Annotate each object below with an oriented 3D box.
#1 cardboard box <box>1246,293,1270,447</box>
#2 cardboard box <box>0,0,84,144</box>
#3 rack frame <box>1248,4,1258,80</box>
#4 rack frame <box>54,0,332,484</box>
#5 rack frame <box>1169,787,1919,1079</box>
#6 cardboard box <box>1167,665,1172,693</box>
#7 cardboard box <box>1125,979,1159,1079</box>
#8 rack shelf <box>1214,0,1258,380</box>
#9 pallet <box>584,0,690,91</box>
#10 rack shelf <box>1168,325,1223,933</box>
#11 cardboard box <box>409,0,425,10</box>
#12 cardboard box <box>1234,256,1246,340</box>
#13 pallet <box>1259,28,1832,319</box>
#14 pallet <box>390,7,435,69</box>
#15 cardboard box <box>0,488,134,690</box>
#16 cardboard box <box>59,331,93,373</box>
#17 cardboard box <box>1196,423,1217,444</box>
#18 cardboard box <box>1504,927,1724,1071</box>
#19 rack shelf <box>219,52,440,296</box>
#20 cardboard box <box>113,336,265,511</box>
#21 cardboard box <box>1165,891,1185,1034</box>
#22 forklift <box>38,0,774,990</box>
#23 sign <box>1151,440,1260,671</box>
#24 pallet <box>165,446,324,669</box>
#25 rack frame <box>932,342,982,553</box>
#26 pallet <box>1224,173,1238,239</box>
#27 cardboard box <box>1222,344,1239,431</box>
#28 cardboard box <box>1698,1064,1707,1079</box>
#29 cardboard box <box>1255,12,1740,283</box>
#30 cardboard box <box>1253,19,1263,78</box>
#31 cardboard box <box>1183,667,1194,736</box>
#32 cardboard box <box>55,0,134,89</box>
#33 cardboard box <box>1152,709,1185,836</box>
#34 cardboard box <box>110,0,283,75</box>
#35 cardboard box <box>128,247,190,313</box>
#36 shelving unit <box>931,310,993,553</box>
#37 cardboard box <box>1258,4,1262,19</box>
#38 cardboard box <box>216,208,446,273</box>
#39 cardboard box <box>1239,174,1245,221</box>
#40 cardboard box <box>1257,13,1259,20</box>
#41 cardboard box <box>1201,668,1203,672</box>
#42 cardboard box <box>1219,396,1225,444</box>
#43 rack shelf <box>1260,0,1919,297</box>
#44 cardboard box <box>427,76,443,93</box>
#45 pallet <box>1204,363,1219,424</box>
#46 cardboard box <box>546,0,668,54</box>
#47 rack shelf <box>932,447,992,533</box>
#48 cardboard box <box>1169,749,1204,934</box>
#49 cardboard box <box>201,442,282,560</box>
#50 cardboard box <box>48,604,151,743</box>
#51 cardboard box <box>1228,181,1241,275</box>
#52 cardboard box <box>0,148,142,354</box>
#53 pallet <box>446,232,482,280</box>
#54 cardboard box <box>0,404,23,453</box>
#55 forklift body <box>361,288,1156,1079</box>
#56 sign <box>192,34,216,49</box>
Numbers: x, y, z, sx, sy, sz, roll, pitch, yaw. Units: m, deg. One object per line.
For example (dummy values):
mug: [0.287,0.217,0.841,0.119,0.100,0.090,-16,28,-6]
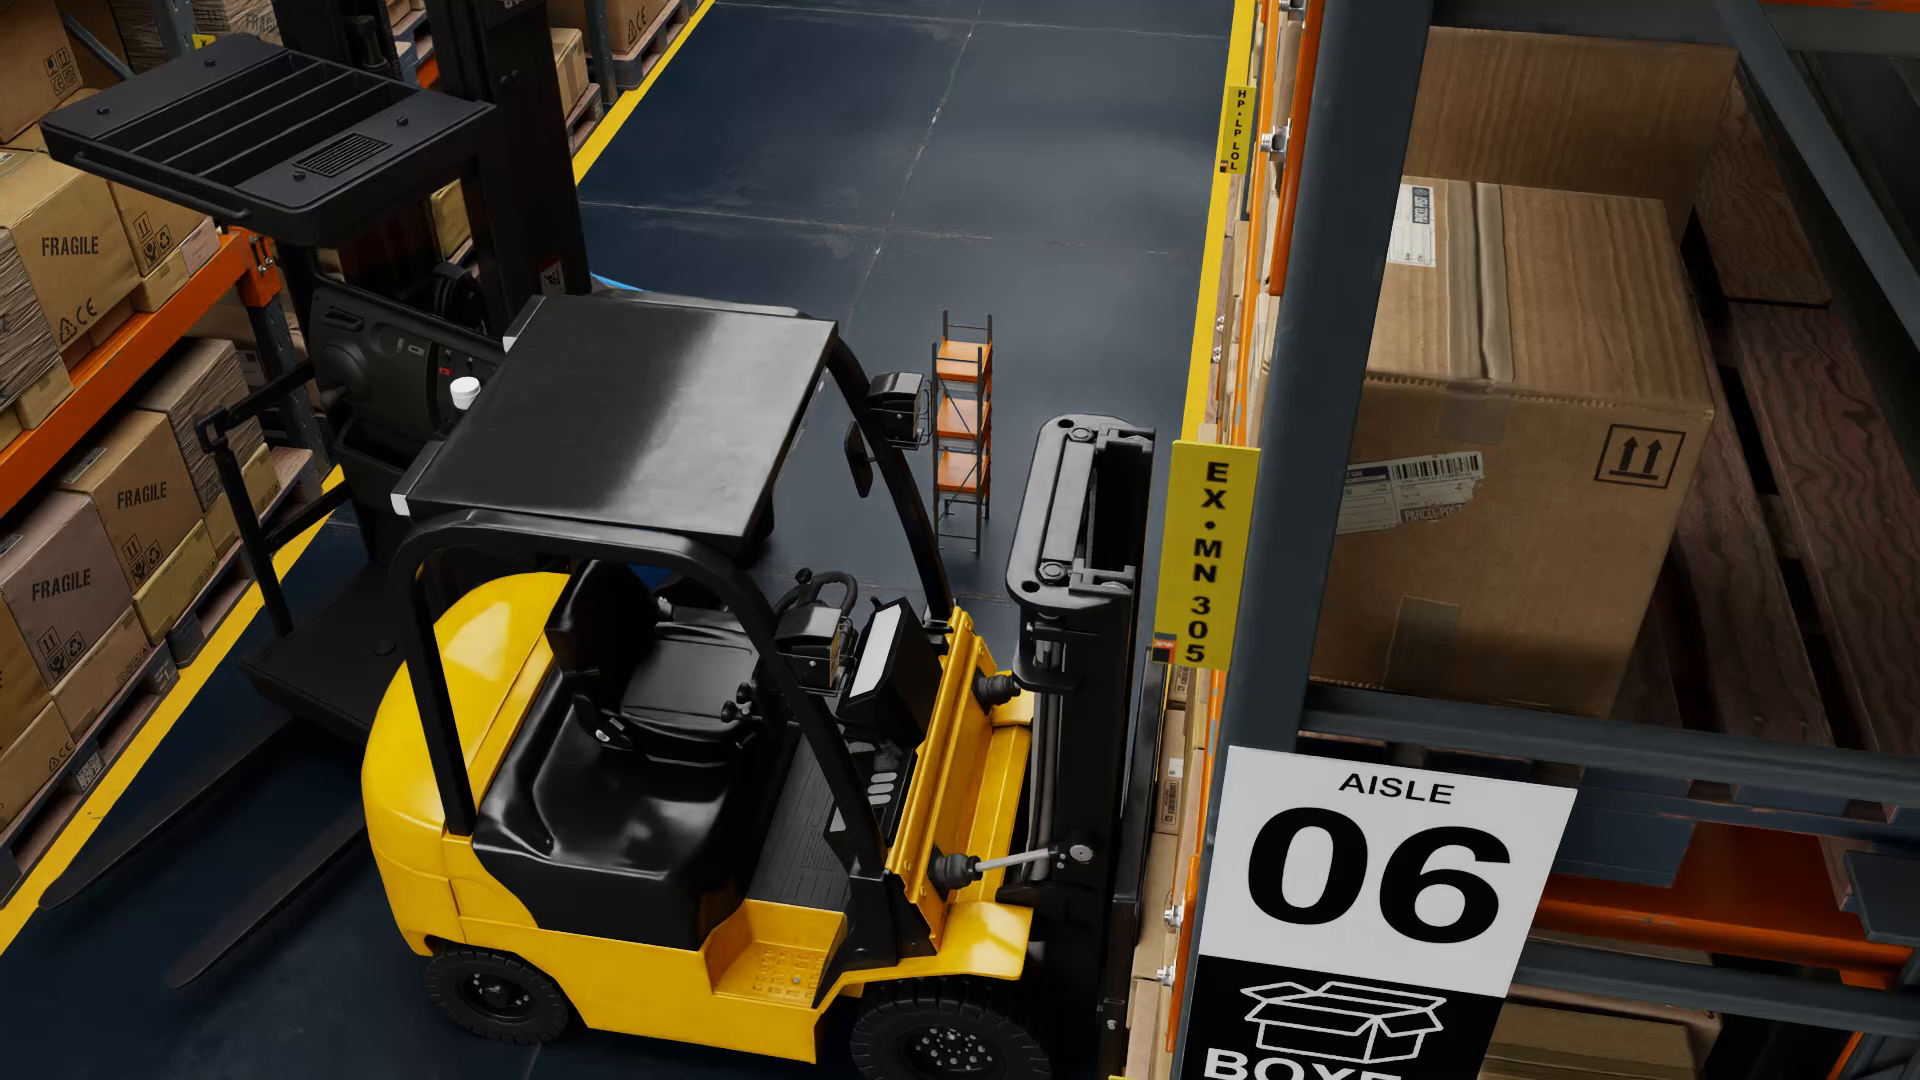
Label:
cardboard box: [0.654,-0.253,2.637,0.380,0.149,0.250,5,40,6]
cardboard box: [-3.677,-1.782,5.954,0.700,0.500,0.500,6,40,7]
rack frame: [2.194,-3.461,9.082,1.000,3.000,0.127,6,40,8]
rack frame: [-3.388,-1.495,6.705,1.000,3.000,0.127,6,40,8]
rack frame: [0.810,1.560,3.009,1.000,3.000,0.127,6,40,8]
cardboard box: [0.930,0.655,5.540,0.500,0.250,0.500,6,40,7]
cardboard box: [0.665,1.428,4.212,0.500,0.250,0.500,7,40,8]
rack shelf: [1.848,-1.928,7.793,1.077,0.370,4.000,6,40,8]
pallet: [-2.485,-3.418,11.218,1.003,0.211,1.213,6,40,8]
rack shelf: [1.156,0.582,4.757,1.077,0.370,4.000,6,40,8]
cardboard box: [-2.728,-2.687,8.014,0.380,0.149,0.250,8,40,9]
cardboard box: [1.017,-0.701,4.923,0.380,0.149,0.250,7,40,9]
pallet: [1.166,-0.771,3.544,1.003,0.211,1.213,6,40,8]
pallet: [-2.998,-2.685,8.294,1.003,0.211,1.213,6,40,8]
cardboard box: [-3.399,0.154,5.949,0.500,0.500,0.500,8,40,10]
cardboard box: [-3.358,-0.696,5.935,0.380,0.149,0.250,6,40,7]
cardboard box: [1.109,-0.169,6.144,0.500,0.250,0.500,6,40,7]
cardboard box: [1.186,0.810,3.096,0.380,0.149,0.250,8,40,9]
rack shelf: [-3.042,-2.473,8.452,1.077,0.370,4.000,6,40,8]
cardboard box: [-3.226,-0.486,6.723,0.500,0.500,0.500,6,40,7]
cardboard box: [0.609,0.859,3.269,0.380,0.149,0.250,7,40,8]
forklift: [-1.981,-0.492,5.545,1.130,2.935,3.031,20,44,23]
sign: [0.278,0.025,1.879,0.100,0.325,0.005,6,40,8]
pallet: [-3.469,0.005,7.079,1.003,0.211,1.213,6,40,8]
rack frame: [-0.012,-0.362,6.863,0.200,1.050,0.008,6,40,8]
pallet: [2.013,-1.874,9.351,1.003,0.211,1.213,6,40,8]
cardboard box: [0.964,-0.428,4.825,0.380,0.149,0.250,6,40,7]
cardboard box: [1.169,1.241,3.316,0.500,0.500,0.500,8,40,9]
cardboard box: [0.922,-0.771,2.988,0.700,0.500,0.500,7,40,8]
cardboard box: [1.378,-1.969,6.690,0.380,0.149,0.250,5,40,6]
cardboard box: [0.900,0.221,4.551,0.500,0.500,0.500,7,40,8]
cardboard box: [-3.534,-2.126,6.825,0.500,0.500,0.500,6,40,7]
cardboard box: [0.837,0.793,4.980,0.500,0.250,0.500,6,40,7]
cardboard box: [-3.024,-2.073,6.762,0.500,0.500,0.500,7,40,9]
cardboard box: [-3.179,-1.006,6.310,0.380,0.149,0.250,7,40,9]
shelving unit: [0.009,-0.438,6.956,0.215,1.050,0.252,6,40,8]
cardboard box: [1.511,-2.065,7.120,0.500,0.250,0.500,7,40,9]
cardboard box: [-3.178,-1.426,8.353,0.950,0.372,0.625,9,40,10]
cardboard box: [1.335,-1.422,6.341,0.500,0.250,0.500,6,40,7]
cardboard box: [1.702,-2.512,8.052,0.500,0.250,0.500,5,40,6]
cardboard box: [0.792,0.215,4.048,0.380,0.149,0.250,7,40,8]
cardboard box: [1.094,-0.411,5.314,0.500,0.500,0.500,7,40,8]
rack shelf: [1.156,-1.576,2.972,1.077,0.370,4.000,6,40,8]
cardboard box: [-2.923,-2.337,9.456,0.950,0.372,0.625,6,40,7]
pallet: [1.591,-0.342,7.498,1.003,0.211,1.213,6,40,8]
cardboard box: [-2.494,-3.773,10.797,0.875,0.875,0.875,6,40,7]
rack shelf: [0.009,-0.216,7.140,0.215,0.259,0.240,6,40,8]
cardboard box: [0.735,0.859,3.779,0.500,0.500,0.500,8,40,9]
cardboard box: [-3.225,-0.197,6.962,0.500,0.250,0.500,8,40,10]
cardboard box: [-3.400,0.457,6.171,0.500,0.250,0.500,7,40,8]
cardboard box: [1.331,-1.238,6.511,0.500,0.250,0.500,7,40,9]
cardboard box: [-3.302,-1.018,5.816,0.500,0.500,0.500,8,40,9]
pallet: [-3.046,-1.677,9.113,1.003,0.211,1.213,6,40,8]
cardboard box: [-3.389,-0.368,5.538,0.380,0.149,0.250,6,40,7]
forklift body: [-0.659,0.496,4.962,2.313,2.155,1.214,6,40,8]
sign: [-2.852,-1.774,6.362,0.100,0.325,0.005,6,40,8]
